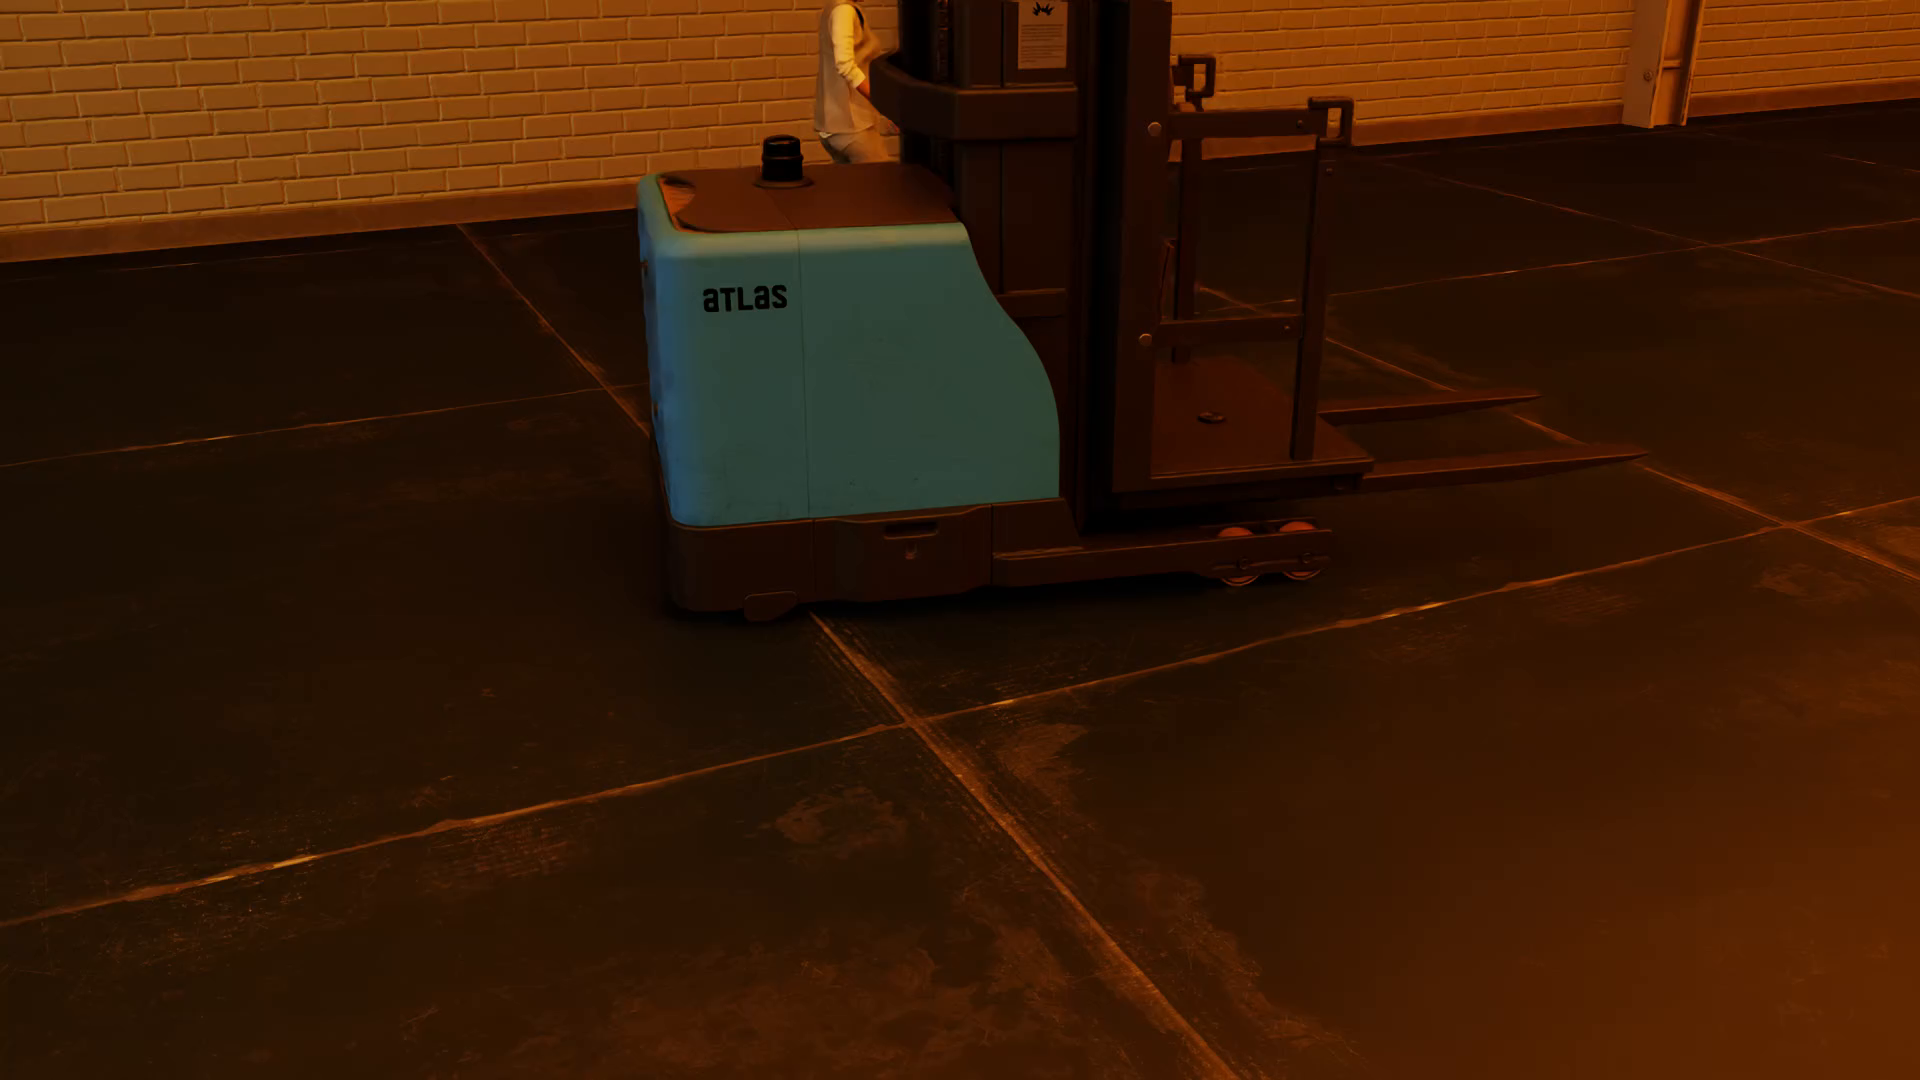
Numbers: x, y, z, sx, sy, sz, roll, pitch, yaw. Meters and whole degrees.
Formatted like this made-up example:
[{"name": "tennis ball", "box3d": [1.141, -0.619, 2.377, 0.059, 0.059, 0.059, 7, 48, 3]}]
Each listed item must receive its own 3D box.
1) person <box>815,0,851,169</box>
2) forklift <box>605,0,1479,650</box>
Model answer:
[{"name": "person", "box3d": [-0.456, -1.877, 7.573, 0.430, 1.579, 0.595, -7, 24, -17]}, {"name": "forklift", "box3d": [0.480, -1.507, 4.914, 3.031, 2.935, 1.130, -17, 28, -35]}]
